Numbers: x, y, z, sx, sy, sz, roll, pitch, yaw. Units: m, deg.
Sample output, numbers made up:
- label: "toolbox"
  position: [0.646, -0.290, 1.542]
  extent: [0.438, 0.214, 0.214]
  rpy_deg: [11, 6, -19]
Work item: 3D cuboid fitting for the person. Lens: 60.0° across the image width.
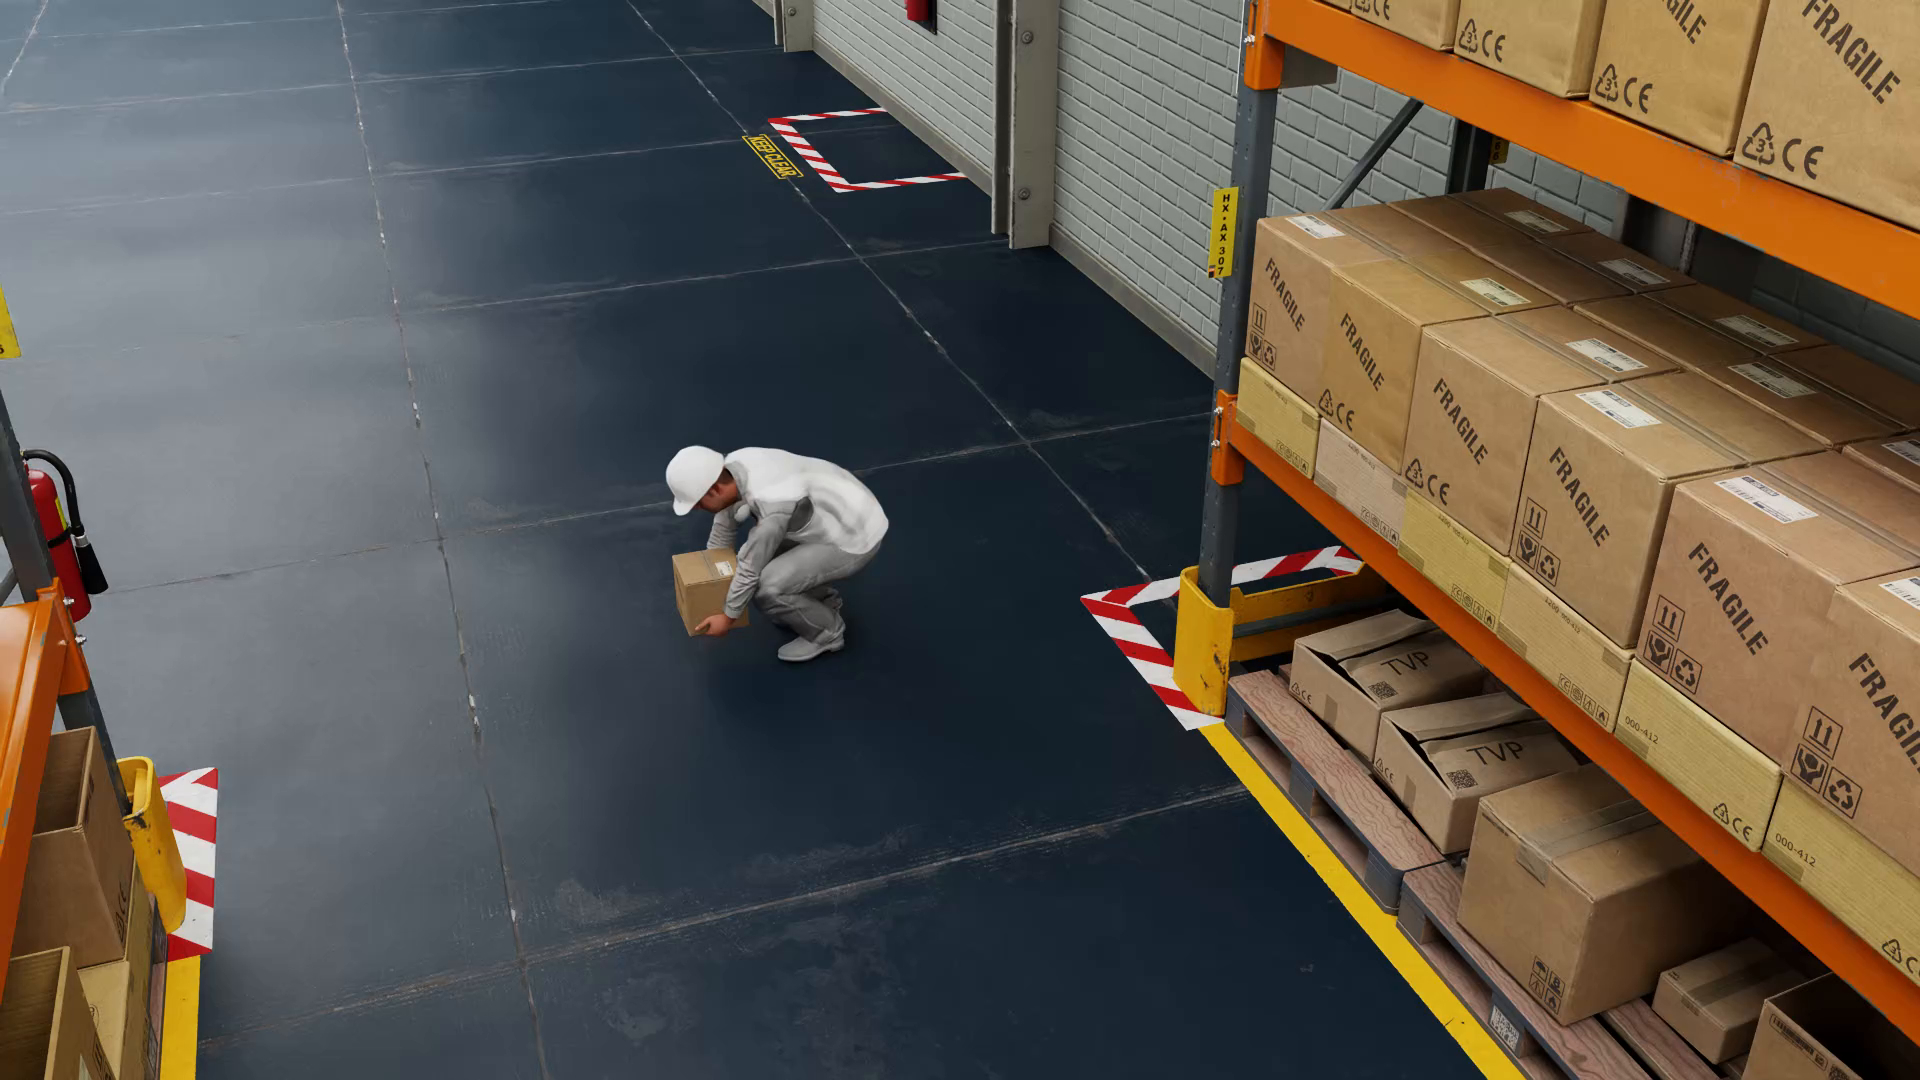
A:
- label: "person"
  position: [-0.744, 0.004, 6.870]
  extent: [0.894, 1.017, 0.515]
  rpy_deg: [-11, 32, -19]
